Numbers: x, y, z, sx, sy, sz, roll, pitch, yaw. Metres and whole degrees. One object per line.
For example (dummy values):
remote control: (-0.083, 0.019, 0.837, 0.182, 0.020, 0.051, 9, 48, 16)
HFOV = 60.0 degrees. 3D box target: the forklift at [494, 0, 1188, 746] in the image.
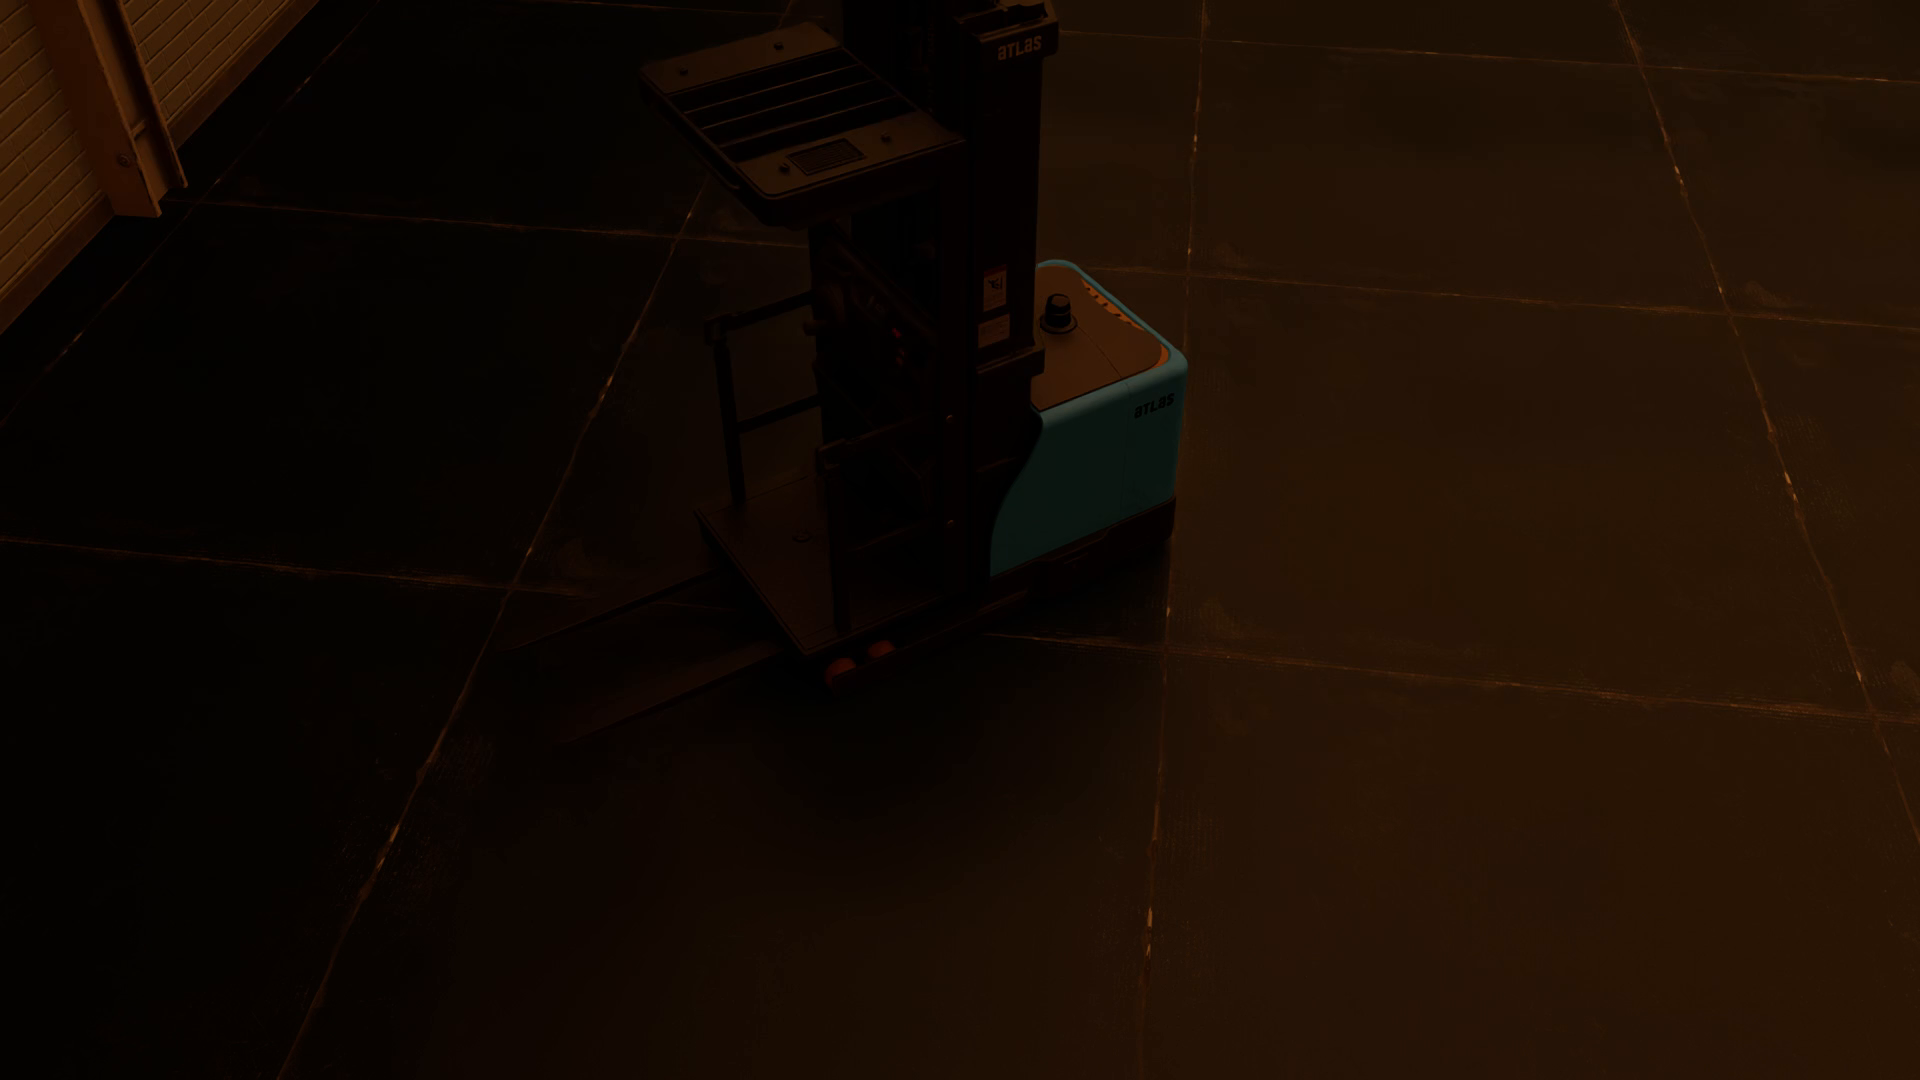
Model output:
forklift: (-0.523, -0.820, 6.617, 3.031, 2.935, 1.130, -23, 47, -23)
